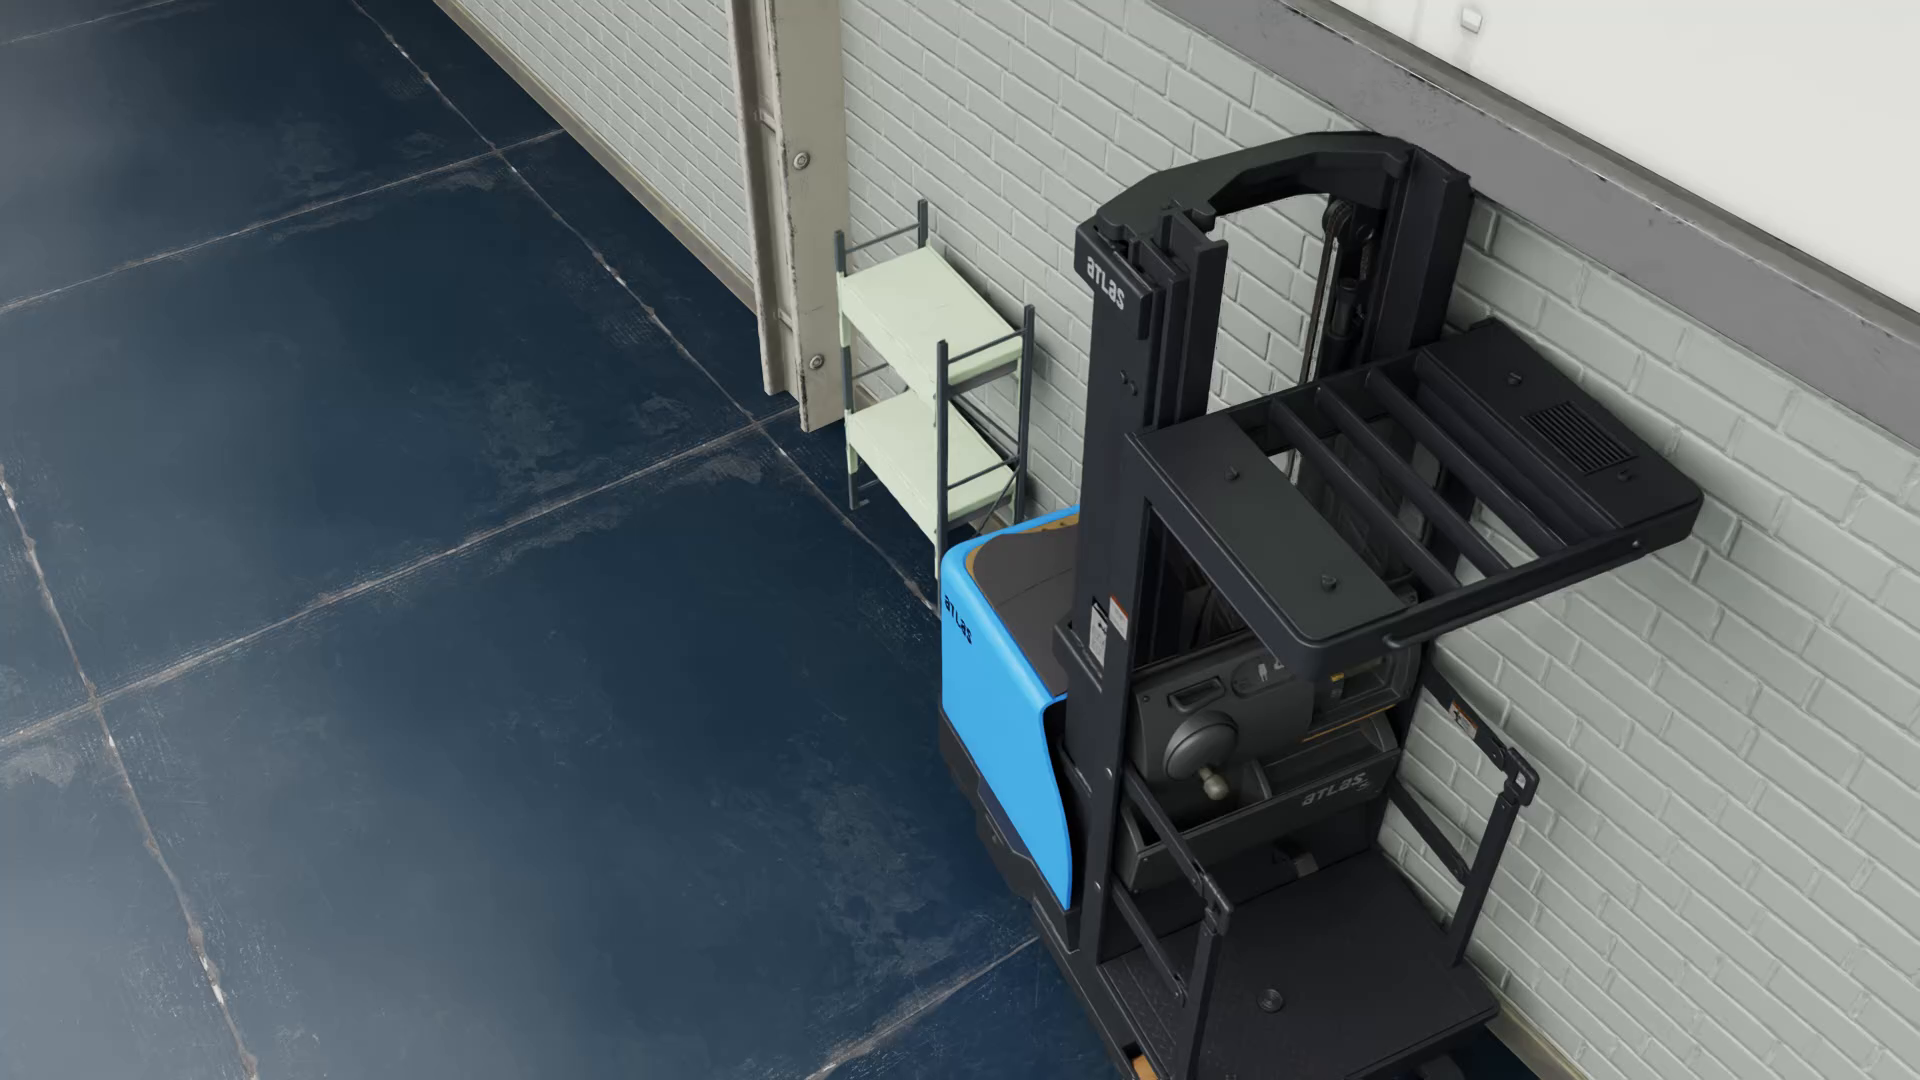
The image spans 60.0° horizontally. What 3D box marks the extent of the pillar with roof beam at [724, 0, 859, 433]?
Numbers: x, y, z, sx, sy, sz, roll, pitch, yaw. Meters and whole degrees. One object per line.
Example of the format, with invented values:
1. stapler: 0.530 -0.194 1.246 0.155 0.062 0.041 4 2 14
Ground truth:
1. pillar with roof beam: -4.235 -2.226 3.056 9.100 9.000 0.400 -26 49 -24

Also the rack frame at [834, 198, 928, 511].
1. rack frame: -0.303 -0.717 6.827 0.400 1.500 0.023 -25 53 -21

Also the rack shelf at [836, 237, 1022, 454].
1. rack shelf: -0.105 -0.749 6.331 0.431 0.370 0.720 -25 53 -21

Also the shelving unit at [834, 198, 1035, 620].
1. shelving unit: -0.108 -0.487 6.620 0.431 1.500 0.755 -25 53 -21

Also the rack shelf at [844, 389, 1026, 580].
1. rack shelf: -0.110 -0.268 6.861 0.431 0.370 0.720 -25 53 -21

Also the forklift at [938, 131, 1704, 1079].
1. forklift: 1.005 0.524 4.570 1.130 2.935 3.031 -18 47 -18

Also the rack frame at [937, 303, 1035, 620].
1. rack frame: 0.088 -0.257 6.413 0.400 1.500 0.023 -25 53 -21
